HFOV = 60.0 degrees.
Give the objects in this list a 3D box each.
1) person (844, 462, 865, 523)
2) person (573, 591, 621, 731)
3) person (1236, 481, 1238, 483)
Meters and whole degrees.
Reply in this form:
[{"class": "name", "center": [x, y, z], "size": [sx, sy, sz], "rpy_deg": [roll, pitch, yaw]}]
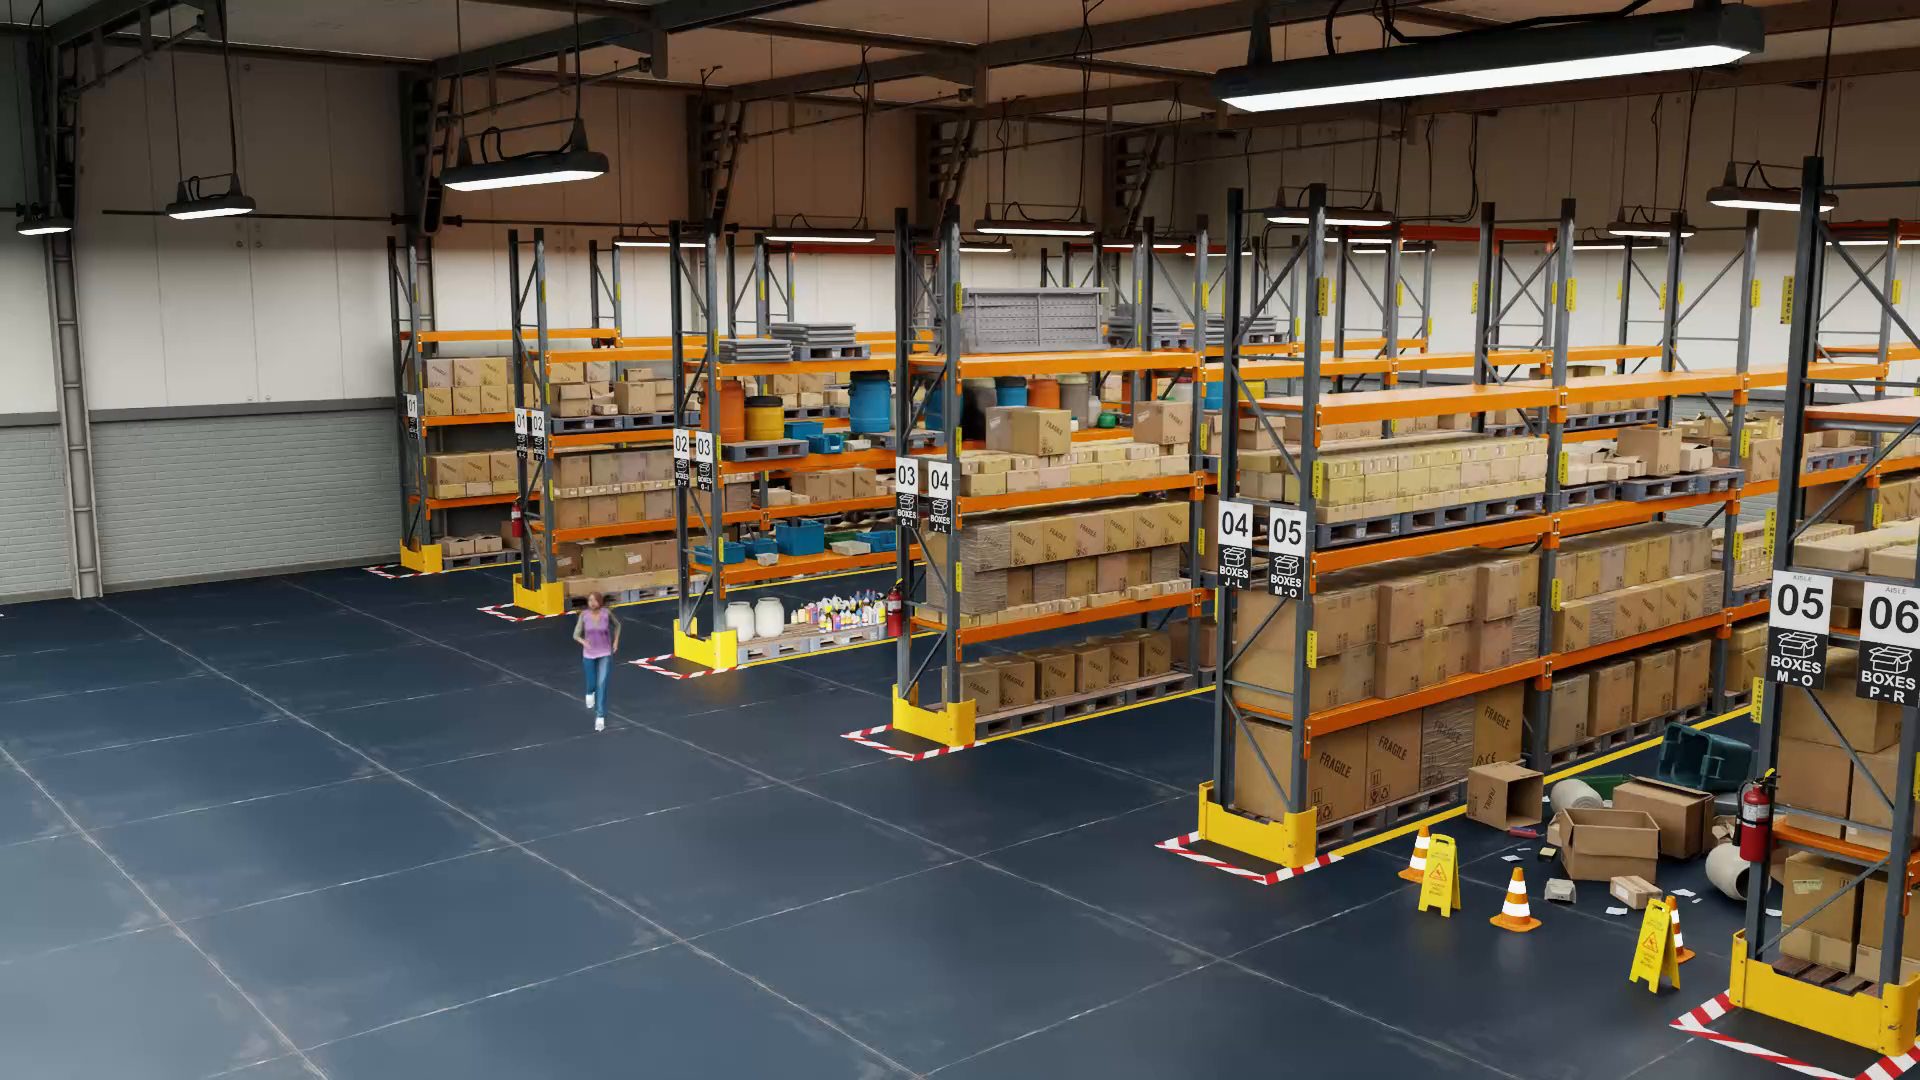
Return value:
[{"class": "person", "center": [-2.087, -0.770, 33.248], "size": [0.642, 1.703, 0.542], "rpy_deg": [8, 12, 43]}, {"class": "person", "center": [-4.284, 1.385, 19.690], "size": [0.550, 1.580, 0.860], "rpy_deg": [-1, 9, -9]}, {"class": "person", "center": [5.341, -0.888, 34.092], "size": [0.597, 1.735, 0.712], "rpy_deg": [8, 12, 41]}]
